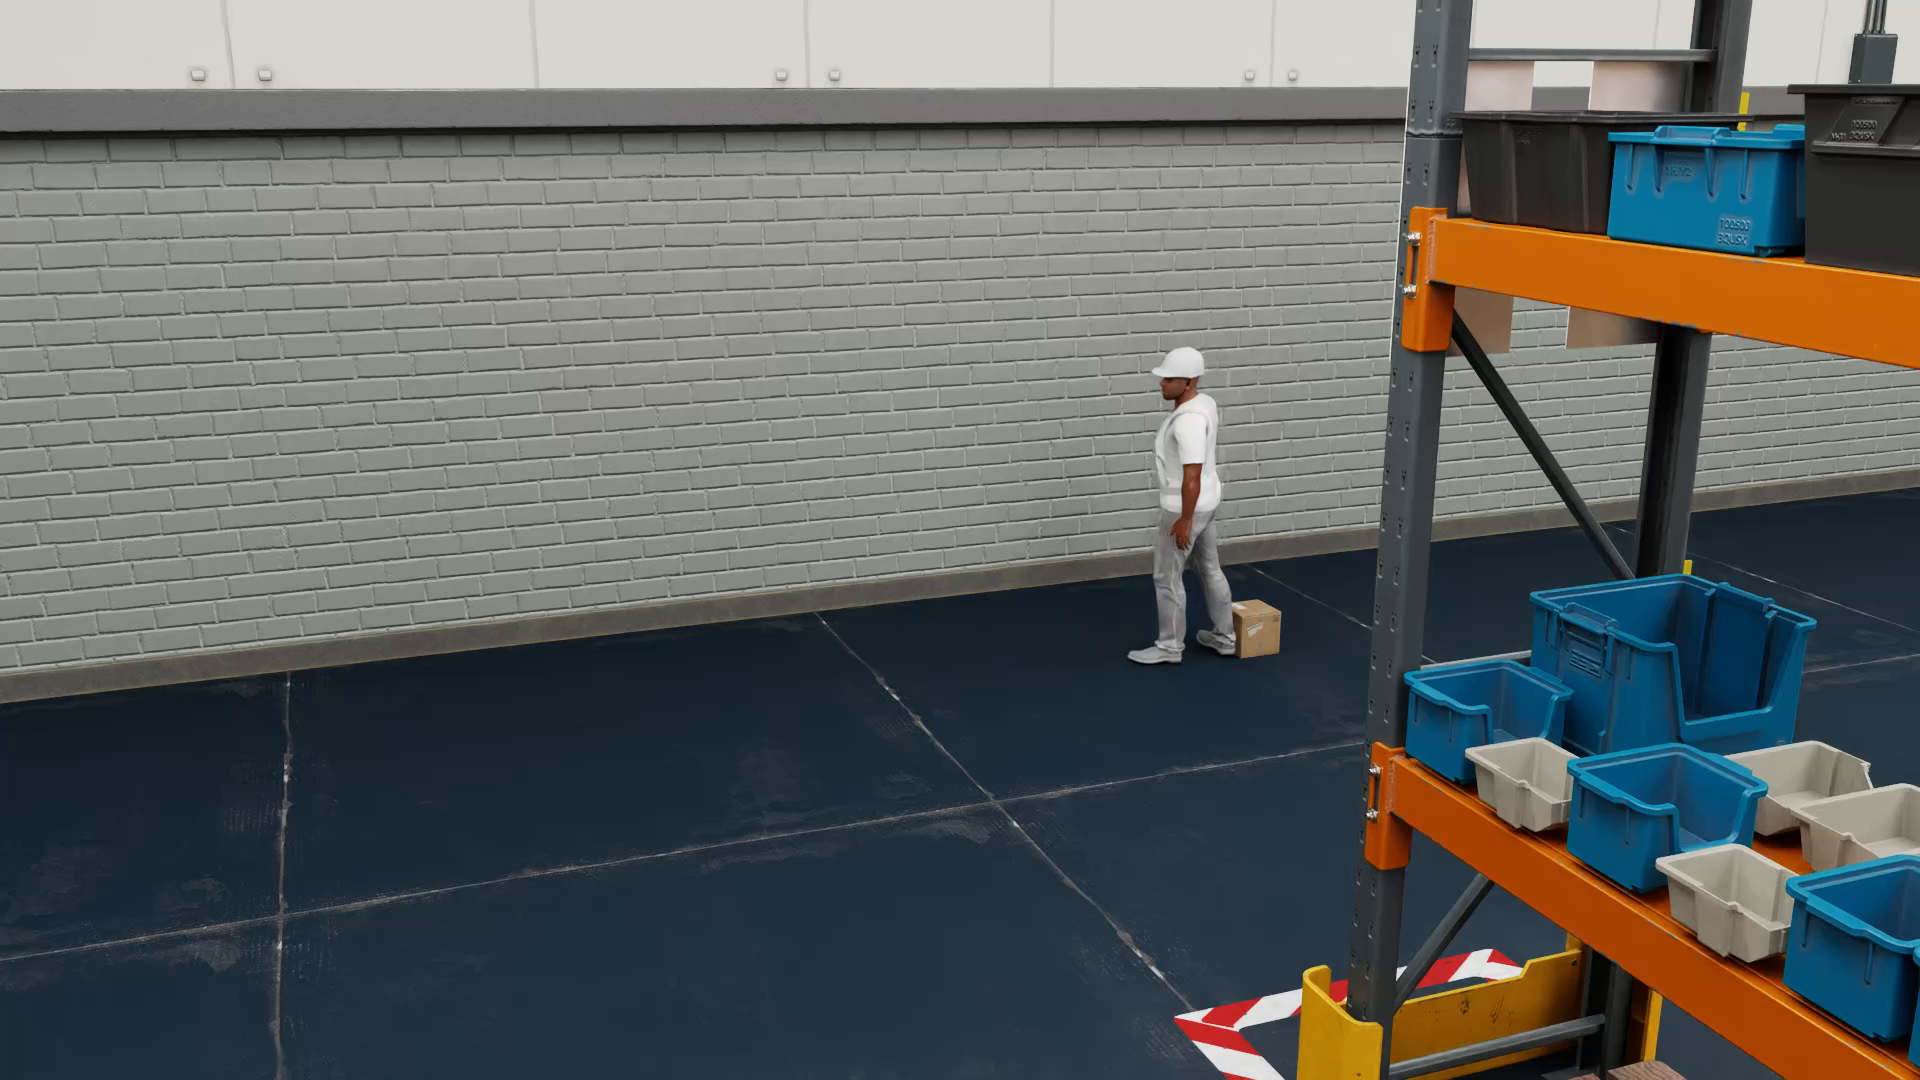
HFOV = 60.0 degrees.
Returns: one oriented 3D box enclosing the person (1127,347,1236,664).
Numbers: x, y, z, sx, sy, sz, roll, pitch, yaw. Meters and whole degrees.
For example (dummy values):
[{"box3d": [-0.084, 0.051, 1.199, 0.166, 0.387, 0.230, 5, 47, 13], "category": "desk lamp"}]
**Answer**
[{"box3d": [1.257, -0.185, 9.146, 0.569, 1.766, 0.589, 5, 16, 18], "category": "person"}]
